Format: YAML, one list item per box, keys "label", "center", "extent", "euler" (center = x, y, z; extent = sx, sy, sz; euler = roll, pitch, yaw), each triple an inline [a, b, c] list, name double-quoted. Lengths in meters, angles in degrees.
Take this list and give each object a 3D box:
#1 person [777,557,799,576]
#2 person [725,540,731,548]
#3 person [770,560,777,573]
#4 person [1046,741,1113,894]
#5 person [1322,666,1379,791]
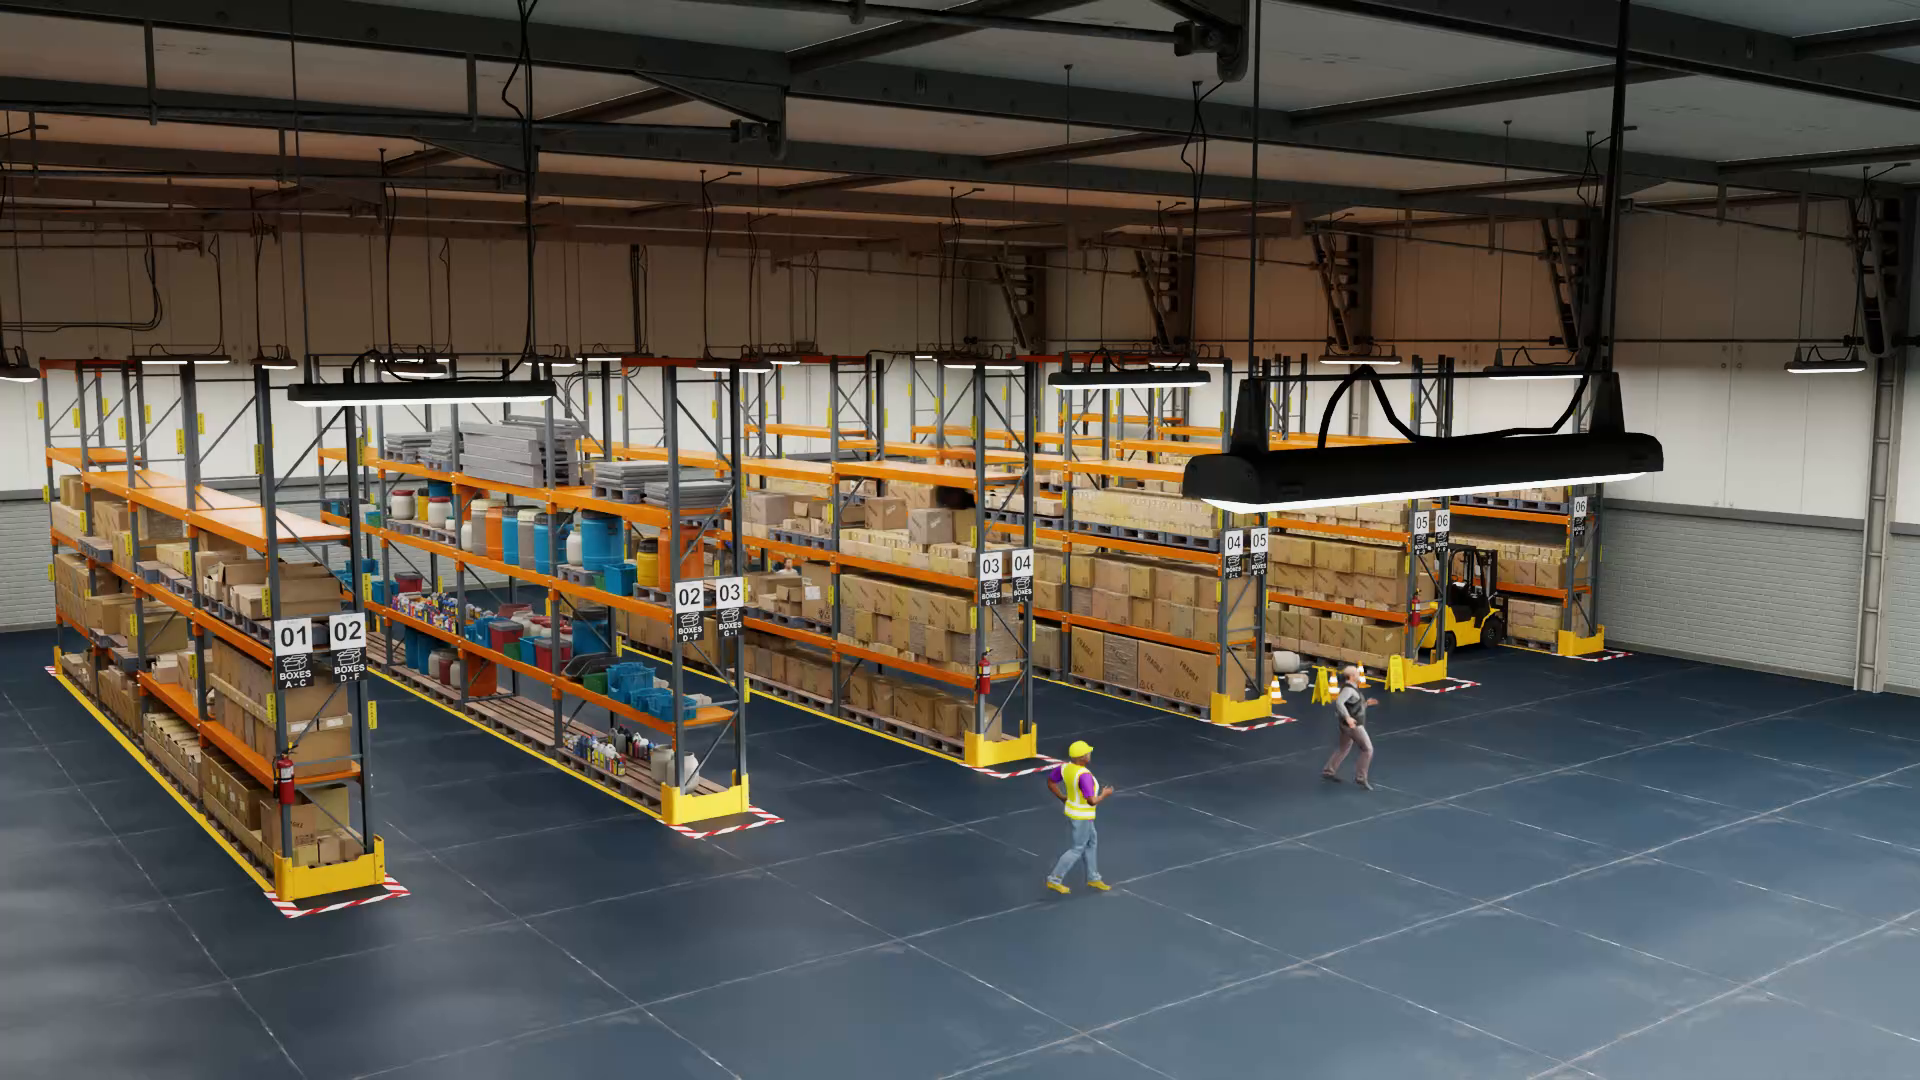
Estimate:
- label: "person"
  center: [-3.727, 1.180, 35.999]
  extent: [0.592, 1.644, 0.908]
  euler: [-5, 8, -35]
- label: "person"
  center: [-6.015, 0.580, 41.354]
  extent: [0.759, 1.602, 0.708]
  euler: [-4, 8, -31]
- label: "person"
  center: [-4.738, 0.382, 42.120]
  extent: [0.568, 1.687, 0.675]
  euler: [-4, 8, -29]
- label: "person"
  center: [1.366, 3.174, 18.909]
  extent: [0.845, 1.808, 0.683]
  euler: [-2, 7, -17]
- label: "person"
  center: [5.533, 2.663, 23.523]
  extent: [0.759, 1.778, 0.630]
  euler: [0, 7, 1]
